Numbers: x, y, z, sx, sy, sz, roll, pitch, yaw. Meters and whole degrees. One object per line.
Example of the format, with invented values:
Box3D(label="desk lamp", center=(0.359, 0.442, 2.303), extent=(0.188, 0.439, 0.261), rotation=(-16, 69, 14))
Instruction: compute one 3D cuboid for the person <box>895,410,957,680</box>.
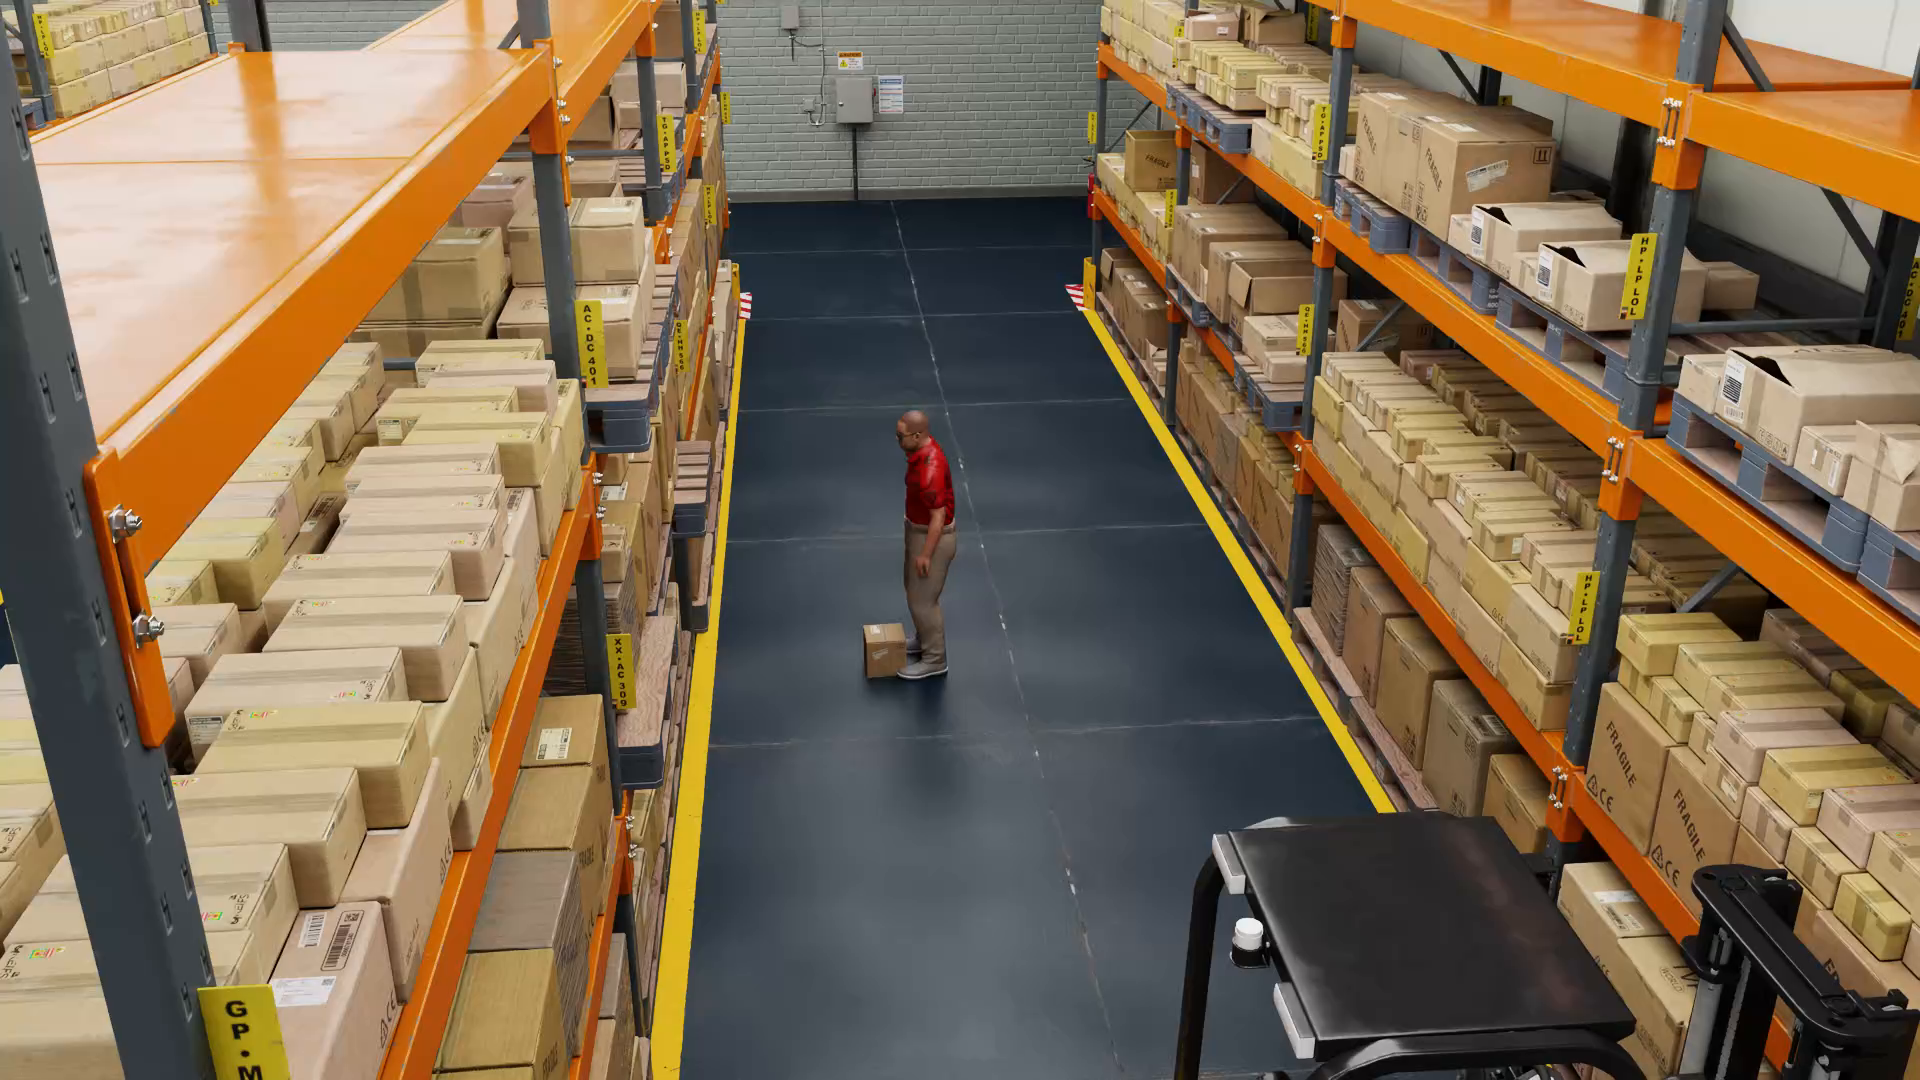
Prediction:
Box3D(label="person", center=(-0.225, 0.007, 10.327), extent=(0.390, 1.726, 0.588), rotation=(-3, 24, -7))
